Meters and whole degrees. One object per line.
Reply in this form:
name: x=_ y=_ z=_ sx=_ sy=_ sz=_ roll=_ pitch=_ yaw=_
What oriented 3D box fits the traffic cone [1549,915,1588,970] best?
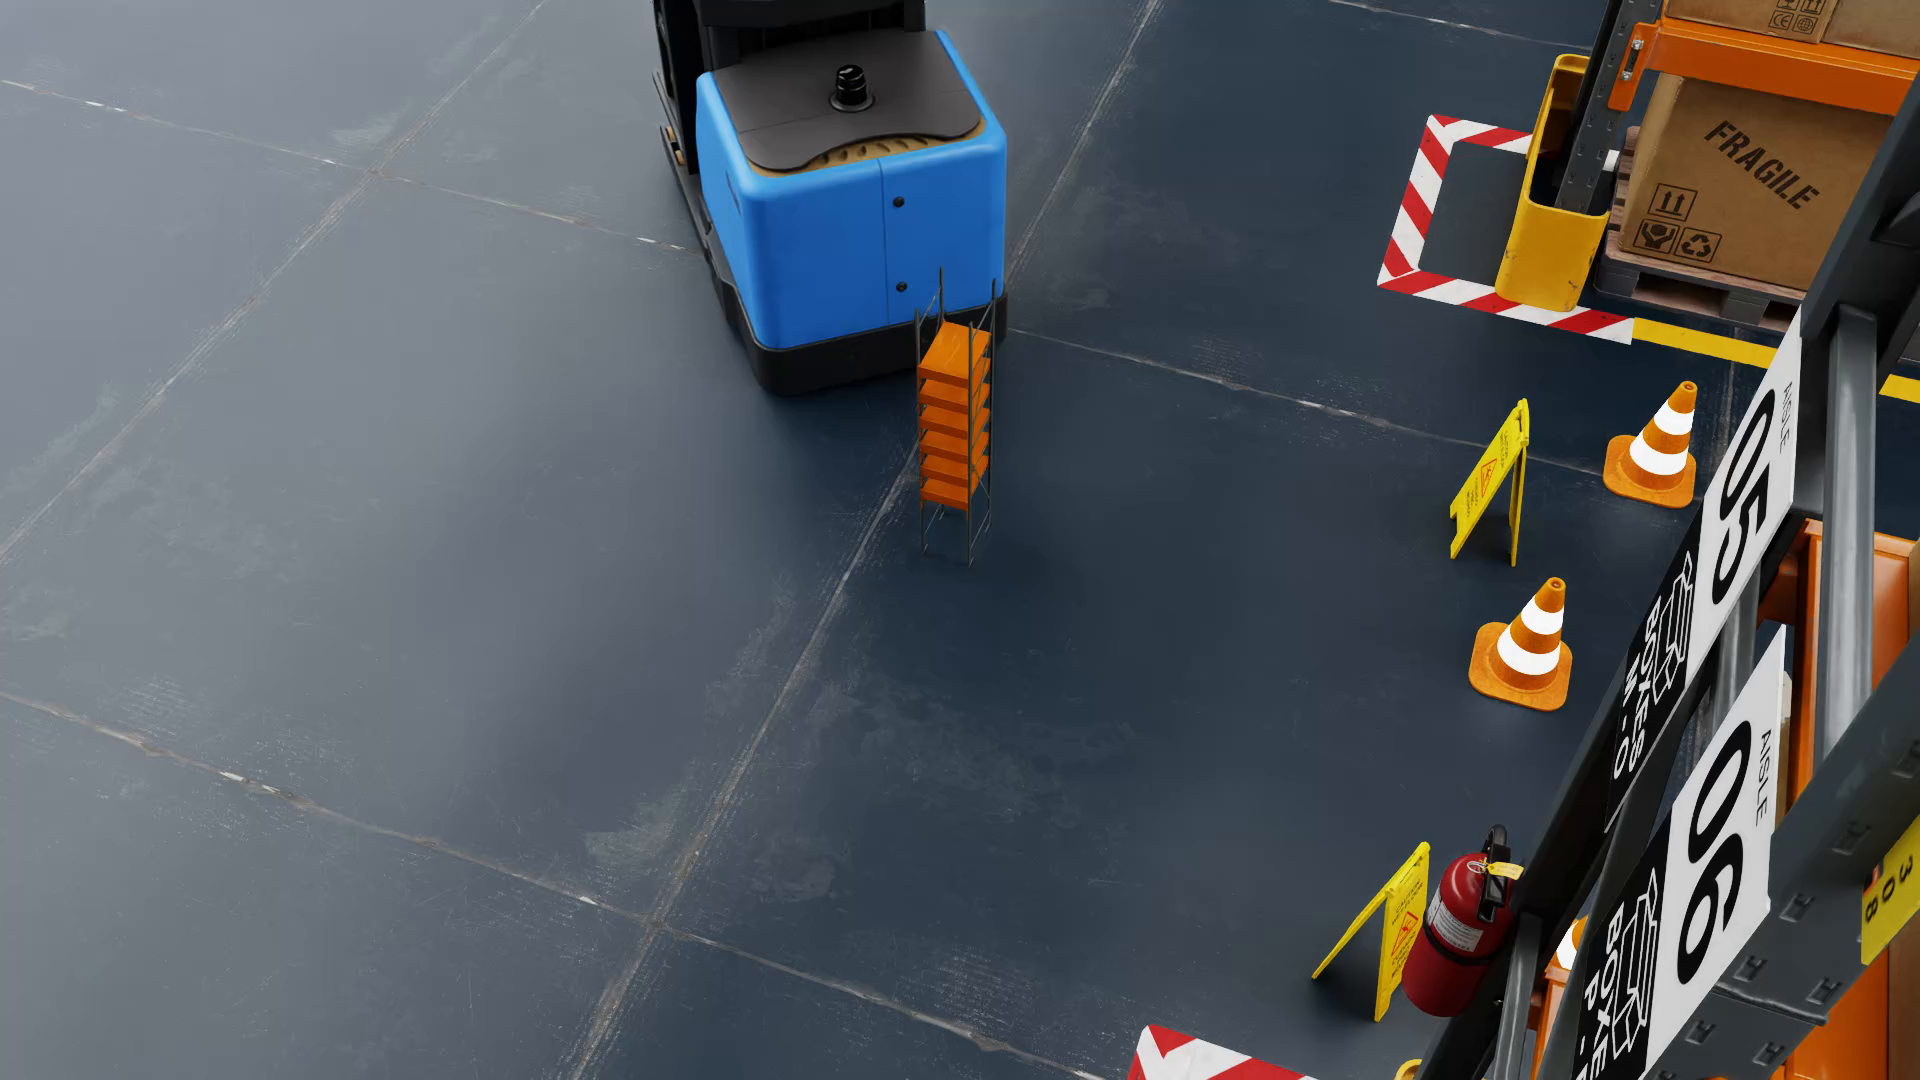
traffic cone: x=1.908 y=1.173 z=4.927 sx=0.334 sy=0.463 sz=0.336 roll=16 pitch=51 yaw=13

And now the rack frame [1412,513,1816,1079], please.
rack frame: x=1.058 y=1.144 z=3.274 sx=0.127 sy=3.000 sz=1.000 roll=16 pitch=51 yaw=13

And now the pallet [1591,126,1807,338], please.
pallet: x=3.456 y=-1.324 z=7.258 sx=1.213 sy=0.211 sz=1.003 roll=16 pitch=51 yaw=13

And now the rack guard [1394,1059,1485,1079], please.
rack guard: x=1.129 y=1.983 z=4.201 sx=0.348 sy=0.500 sz=1.175 roll=16 pitch=51 yaw=13

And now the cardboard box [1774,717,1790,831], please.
cardboard box: x=1.613 y=0.665 z=2.764 sx=0.500 sy=0.500 sz=0.700 roll=14 pitch=51 yaw=12

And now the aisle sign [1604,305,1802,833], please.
aisle sign: x=1.100 y=0.071 z=2.483 sx=0.004 sy=0.787 sz=0.394 roll=16 pitch=51 yaw=13

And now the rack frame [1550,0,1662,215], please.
rack frame: x=2.678 y=-2.391 z=6.338 sx=0.127 sy=3.000 sz=1.000 roll=16 pitch=51 yaw=13

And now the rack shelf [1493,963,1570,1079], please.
rack shelf: x=2.934 y=1.903 z=3.091 sx=4.000 sy=0.370 sz=1.077 roll=16 pitch=51 yaw=13

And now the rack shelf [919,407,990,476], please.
rack shelf: x=-0.014 y=-0.368 z=5.833 sx=0.180 sy=0.103 sz=0.258 roll=16 pitch=51 yaw=13

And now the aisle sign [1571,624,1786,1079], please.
aisle sign: x=0.892 y=0.496 z=2.115 sx=0.004 sy=0.787 sz=0.394 roll=16 pitch=51 yaw=13

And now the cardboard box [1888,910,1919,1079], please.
cardboard box: x=1.256 y=0.561 z=1.960 sx=0.250 sy=0.149 sz=0.380 roll=16 pitch=51 yaw=13

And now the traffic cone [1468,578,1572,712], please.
traffic cone: x=1.974 y=0.297 z=5.686 sx=0.334 sy=0.463 sz=0.336 roll=16 pitch=51 yaw=13

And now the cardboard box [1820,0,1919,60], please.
cardboard box: x=3.566 y=-2.247 z=6.113 sx=0.550 sy=0.550 sz=0.875 roll=16 pitch=51 yaw=13

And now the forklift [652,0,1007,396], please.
forklift: x=-0.756 y=-2.679 z=6.632 sx=1.130 sy=2.935 sz=3.031 roll=-14 pitch=51 yaw=-12

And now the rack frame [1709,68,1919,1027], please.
rack frame: x=1.058 y=-0.821 z=1.006 sx=0.127 sy=3.000 sz=1.000 roll=16 pitch=51 yaw=13

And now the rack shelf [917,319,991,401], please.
rack shelf: x=-0.014 y=-0.603 z=5.561 sx=0.180 sy=0.103 sz=0.258 roll=16 pitch=51 yaw=13

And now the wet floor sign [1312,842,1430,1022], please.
wet floor sign: x=1.250 y=1.107 z=4.864 sx=0.232 sy=0.644 sz=0.267 roll=33 pitch=57 yaw=25

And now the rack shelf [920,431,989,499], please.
rack shelf: x=-0.014 y=-0.289 z=5.924 sx=0.180 sy=0.103 sz=0.258 roll=16 pitch=51 yaw=13

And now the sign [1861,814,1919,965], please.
sign: x=0.870 y=0.260 z=1.476 sx=0.005 sy=0.325 sz=0.100 roll=16 pitch=51 yaw=13

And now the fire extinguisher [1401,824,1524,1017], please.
fire extinguisher: x=1.110 y=0.813 z=3.612 sx=0.183 sy=0.674 sz=0.296 roll=16 pitch=51 yaw=13

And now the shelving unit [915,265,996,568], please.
shelving unit: x=-0.014 y=-0.397 z=5.800 sx=0.189 sy=1.200 sz=0.258 roll=16 pitch=51 yaw=13

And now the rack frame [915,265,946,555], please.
rack frame: x=-0.099 y=-0.421 z=5.821 sx=0.006 sy=1.200 sz=0.240 roll=16 pitch=51 yaw=13

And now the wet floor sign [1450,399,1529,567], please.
wet floor sign: x=1.965 y=-0.224 z=6.017 sx=0.232 sy=0.644 sz=0.267 roll=8 pitch=50 yaw=7

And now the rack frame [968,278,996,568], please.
rack frame: x=0.072 y=-0.373 z=5.779 sx=0.006 sy=1.200 sz=0.240 roll=16 pitch=51 yaw=13

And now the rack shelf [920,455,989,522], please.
rack shelf: x=-0.014 y=-0.210 z=6.015 sx=0.180 sy=0.103 sz=0.258 roll=16 pitch=51 yaw=13

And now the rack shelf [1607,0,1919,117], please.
rack shelf: x=4.555 y=-1.632 z=6.155 sx=4.000 sy=0.370 sz=1.077 roll=16 pitch=51 yaw=13

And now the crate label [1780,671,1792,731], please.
crate label: x=2.733 y=0.566 z=5.669 sx=0.298 sy=0.136 sz=0.250 roll=-7 pitch=49 yaw=-6

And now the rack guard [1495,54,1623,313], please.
rack guard: x=2.656 y=-1.579 z=7.288 sx=0.348 sy=0.500 sz=1.175 roll=16 pitch=51 yaw=13

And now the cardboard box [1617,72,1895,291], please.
cardboard box: x=3.337 y=-1.702 z=6.868 sx=0.875 sy=0.875 sz=0.875 roll=16 pitch=51 yaw=13

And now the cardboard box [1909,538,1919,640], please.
cardboard box: x=1.489 y=0.139 z=2.326 sx=0.250 sy=0.149 sz=0.380 roll=16 pitch=51 yaw=13

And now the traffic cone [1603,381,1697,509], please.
traffic cone: x=2.684 y=-0.415 z=6.303 sx=0.334 sy=0.463 sz=0.336 roll=16 pitch=51 yaw=13

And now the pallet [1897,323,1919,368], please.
pallet: x=4.596 y=-1.003 z=6.980 sx=1.213 sy=0.211 sz=1.003 roll=16 pitch=51 yaw=13

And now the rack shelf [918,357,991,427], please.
rack shelf: x=-0.014 y=-0.525 z=5.652 sx=0.180 sy=0.103 sz=0.258 roll=16 pitch=51 yaw=13

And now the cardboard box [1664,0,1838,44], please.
cardboard box: x=3.042 y=-2.375 z=6.225 sx=0.550 sy=0.550 sz=0.875 roll=16 pitch=51 yaw=13

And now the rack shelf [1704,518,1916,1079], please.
rack shelf: x=2.934 y=0.921 z=1.958 sx=4.000 sy=0.370 sz=1.077 roll=16 pitch=51 yaw=13

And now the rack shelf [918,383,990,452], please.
rack shelf: x=-0.014 y=-0.446 z=5.743 sx=0.180 sy=0.103 sz=0.258 roll=16 pitch=51 yaw=13
